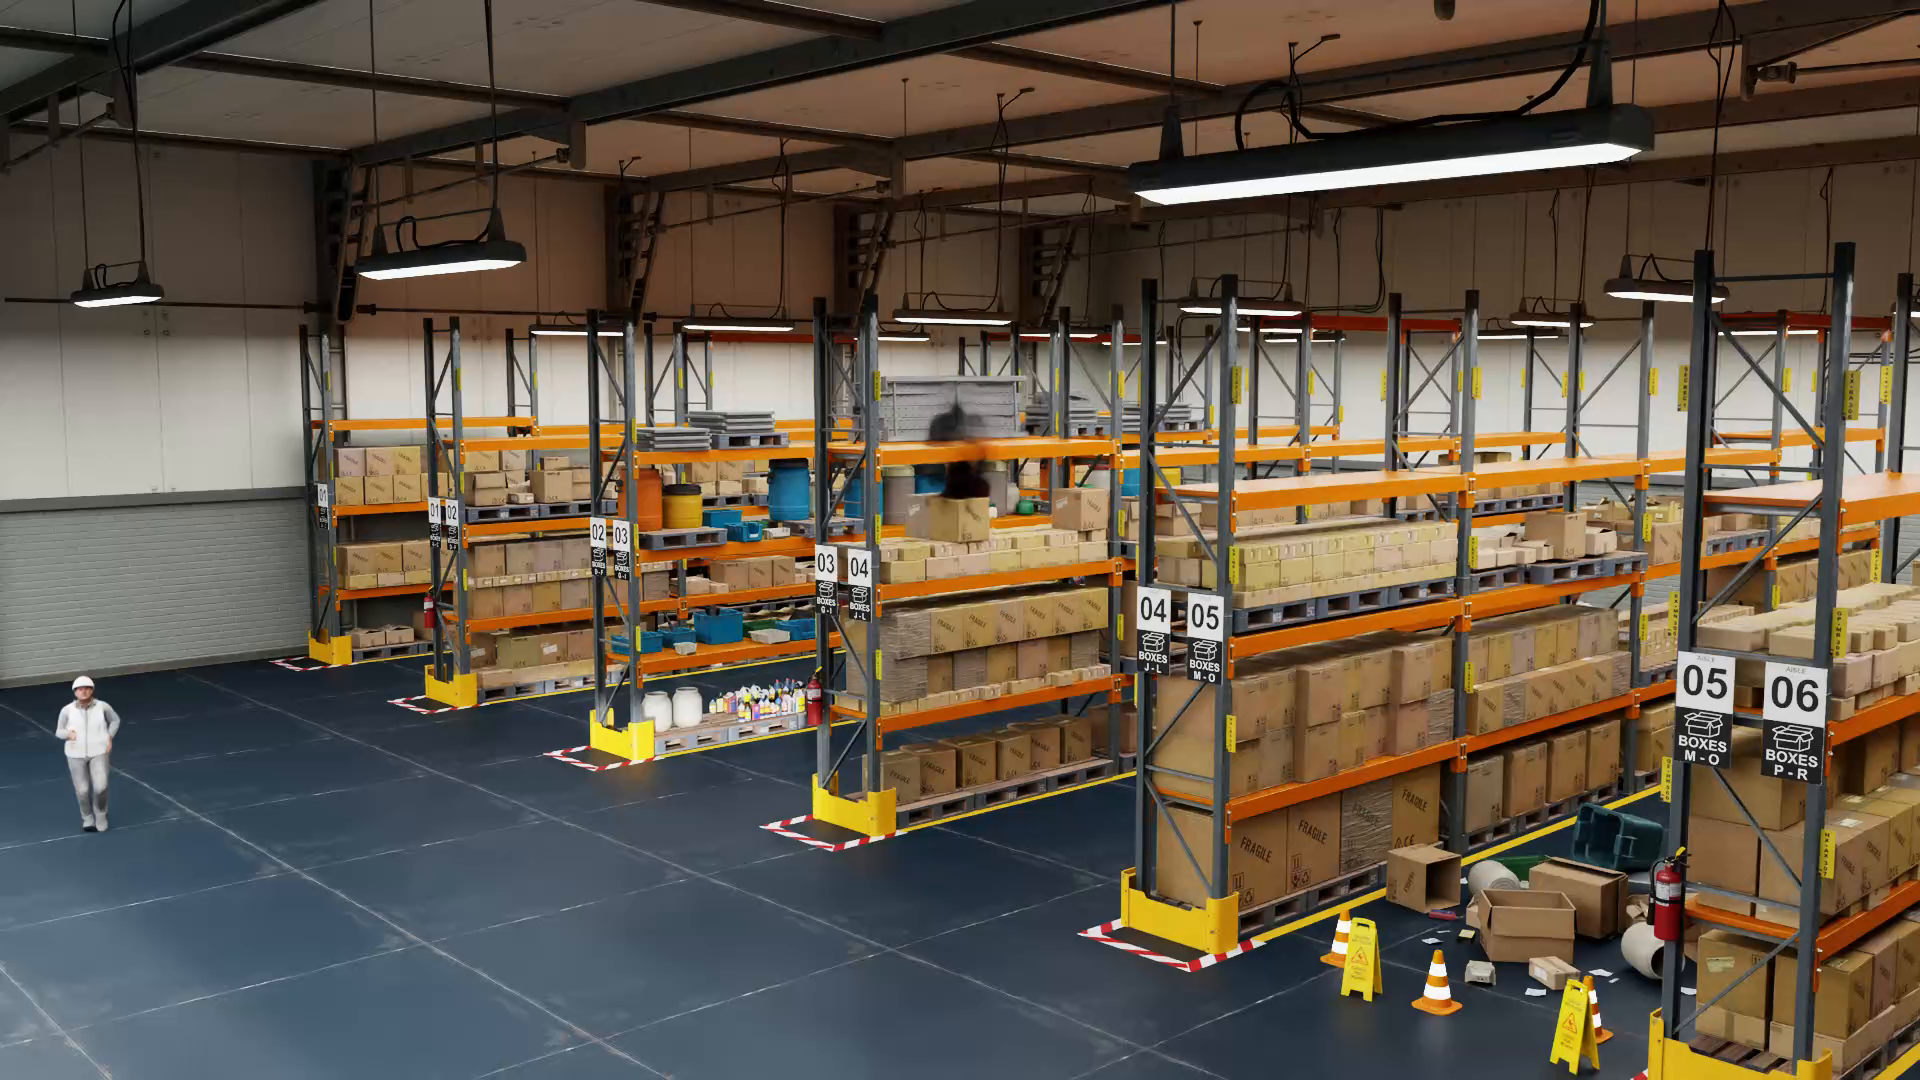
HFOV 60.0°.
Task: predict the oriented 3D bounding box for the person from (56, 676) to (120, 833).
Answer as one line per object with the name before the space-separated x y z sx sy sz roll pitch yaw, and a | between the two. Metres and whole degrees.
person | -9.757 2.417 18.626 0.640 1.779 0.658 -3 6 -25

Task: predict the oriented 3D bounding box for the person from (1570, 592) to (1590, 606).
person | 9.954 1.584 26.989 0.577 1.712 0.905 6 8 44
